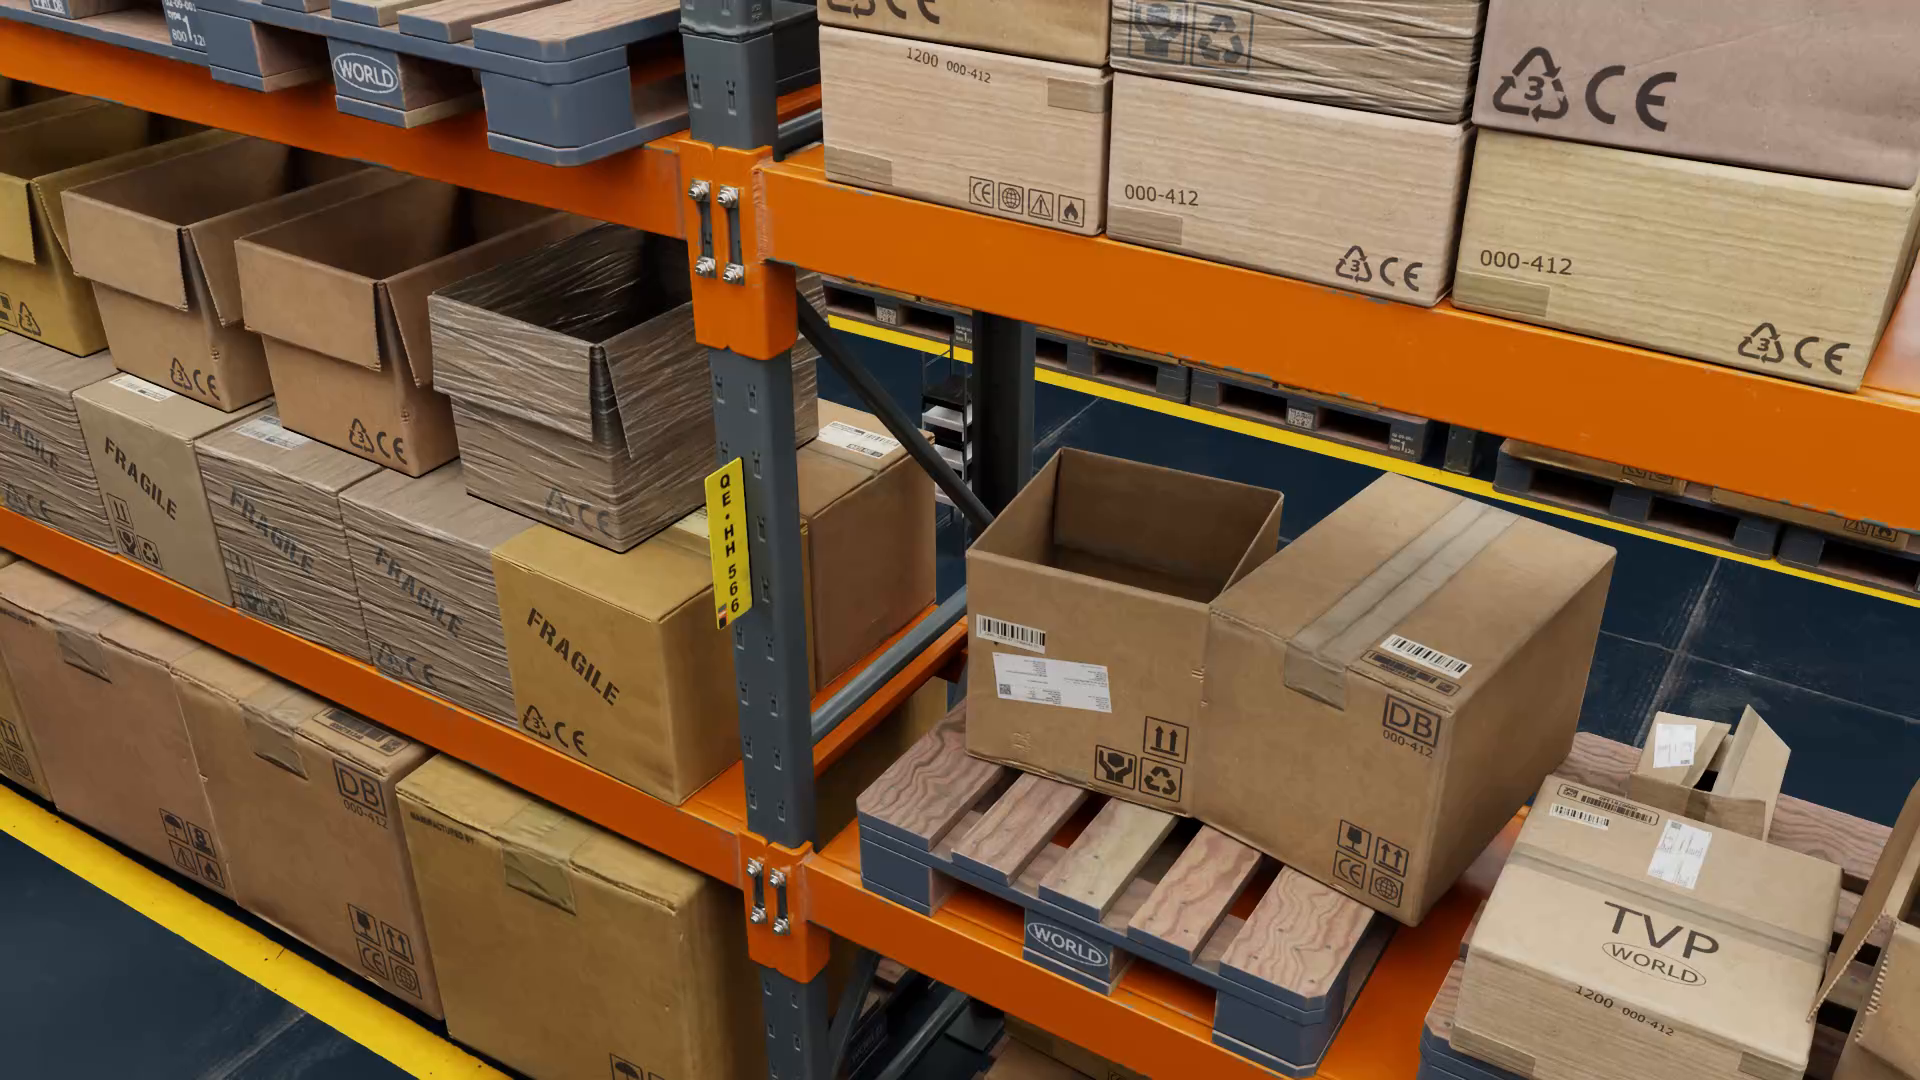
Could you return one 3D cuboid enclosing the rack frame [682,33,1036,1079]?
[{"bbox_3d":[-0.139,0.272,3.807,0.127,3.000,1.000,18,35,27],"label":"rack frame"}]

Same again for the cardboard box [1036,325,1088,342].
[{"bbox_3d":[0.580,-1.405,8.745,0.500,0.500,0.500,18,35,28],"label":"cardboard box"}]

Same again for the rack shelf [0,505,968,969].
[{"bbox_3d":[-1.833,0.047,4.907,4.000,0.370,1.077,18,35,27],"label":"rack shelf"}]

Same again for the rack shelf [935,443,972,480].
[{"bbox_3d":[-0.007,-0.362,7.044,0.200,0.077,0.258,18,35,27],"label":"rack shelf"}]

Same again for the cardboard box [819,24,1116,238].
[{"bbox_3d":[0.124,-0.724,2.687,0.500,0.250,0.500,18,35,28],"label":"cardboard box"}]

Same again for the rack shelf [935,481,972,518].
[{"bbox_3d":[-0.007,-0.207,7.134,0.200,0.077,0.258,18,35,27],"label":"rack shelf"}]

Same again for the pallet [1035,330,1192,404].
[{"bbox_3d":[0.893,-1.151,9.013,1.213,0.211,1.003,18,35,27],"label":"pallet"}]

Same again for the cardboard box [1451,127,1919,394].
[{"bbox_3d":[0.999,-0.453,2.222,0.500,0.250,0.500,18,35,28],"label":"cardboard box"}]

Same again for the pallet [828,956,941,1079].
[{"bbox_3d":[-0.766,1.233,4.927,1.213,0.211,1.003,18,35,27],"label":"pallet"}]

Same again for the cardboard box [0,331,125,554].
[{"bbox_3d":[-2.420,-0.344,4.764,0.500,0.500,0.500,17,34,26],"label":"cardboard box"}]

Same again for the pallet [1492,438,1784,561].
[{"bbox_3d":[3.211,-0.370,7.675,1.213,0.211,1.003,18,35,27],"label":"pallet"}]

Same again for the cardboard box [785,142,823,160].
[{"bbox_3d":[-0.986,-2.277,9.999,0.250,0.149,0.380,19,35,29],"label":"cardboard box"}]

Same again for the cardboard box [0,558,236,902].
[{"bbox_3d":[-2.217,0.339,5.385,0.875,0.875,1.225,16,34,26],"label":"cardboard box"}]

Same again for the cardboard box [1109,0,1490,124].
[{"bbox_3d":[0.550,-0.910,2.261,0.500,0.500,0.500,18,35,28],"label":"cardboard box"}]

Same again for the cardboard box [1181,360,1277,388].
[{"bbox_3d":[1.450,-1.125,8.266,0.500,0.500,0.500,19,35,29],"label":"cardboard box"}]

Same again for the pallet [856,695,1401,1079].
[{"bbox_3d":[0.521,0.500,3.606,1.003,0.211,1.213,18,35,27],"label":"pallet"}]

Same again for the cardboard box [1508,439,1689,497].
[{"bbox_3d":[3.052,-0.826,7.505,0.750,0.750,1.050,17,34,27],"label":"cardboard box"}]

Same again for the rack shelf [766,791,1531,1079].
[{"bbox_3d":[1.555,1.118,3.070,4.000,0.370,1.077,18,35,27],"label":"rack shelf"}]

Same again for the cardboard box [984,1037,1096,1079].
[{"bbox_3d":[0.439,1.332,4.033,0.500,0.500,0.700,16,34,25],"label":"cardboard box"}]

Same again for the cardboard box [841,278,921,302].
[{"bbox_3d":[-0.319,-1.680,9.217,0.500,0.500,0.500,19,35,29],"label":"cardboard box"}]

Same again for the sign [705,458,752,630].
[{"bbox_3d":[-0.431,0.009,3.108,0.005,0.325,0.100,18,35,27],"label":"sign"}]

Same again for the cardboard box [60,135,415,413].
[{"bbox_3d":[-1.871,-0.760,4.481,0.637,0.503,0.797,19,35,29],"label":"cardboard box"}]

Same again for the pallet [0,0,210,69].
[{"bbox_3d":[-1.661,-1.390,3.867,1.213,0.211,1.003,19,35,30],"label":"pallet"}]

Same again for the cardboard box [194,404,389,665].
[{"bbox_3d":[-1.549,-0.072,4.297,0.500,0.500,0.500,16,34,26],"label":"cardboard box"}]

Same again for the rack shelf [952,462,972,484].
[{"bbox_3d":[-0.007,-0.284,7.089,0.200,0.077,0.258,18,35,27],"label":"rack shelf"}]

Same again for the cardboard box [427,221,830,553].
[{"bbox_3d":[-0.749,-0.407,3.877,0.637,0.503,0.797,19,35,29],"label":"cardboard box"}]

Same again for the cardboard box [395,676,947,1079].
[{"bbox_3d":[-0.712,0.814,4.569,0.875,0.875,1.225,16,34,25],"label":"cardboard box"}]

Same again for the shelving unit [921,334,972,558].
[{"bbox_3d":[-0.007,-0.391,7.027,0.210,0.900,0.258,18,35,27],"label":"shelving unit"}]

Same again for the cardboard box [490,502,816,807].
[{"bbox_3d":[-0.689,0.202,3.827,0.500,0.500,0.500,19,35,29],"label":"cardboard box"}]

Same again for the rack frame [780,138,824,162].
[{"bbox_3d":[-0.804,-2.890,9.226,0.127,3.000,1.000,18,35,27],"label":"rack frame"}]

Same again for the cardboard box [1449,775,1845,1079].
[{"bbox_3d":[1.158,0.702,2.801,0.500,0.250,0.500,17,34,26],"label":"cardboard box"}]

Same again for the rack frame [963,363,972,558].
[{"bbox_3d":[0.079,-0.364,6.980,0.006,0.900,0.240,18,35,27],"label":"rack frame"}]

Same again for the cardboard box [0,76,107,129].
[{"bbox_3d":[-2.981,-1.109,5.079,0.637,0.503,0.797,17,34,26],"label":"cardboard box"}]

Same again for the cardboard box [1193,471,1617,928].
[{"bbox_3d":[0.866,0.282,3.274,0.500,0.500,0.700,23,38,34],"label":"cardboard box"}]
